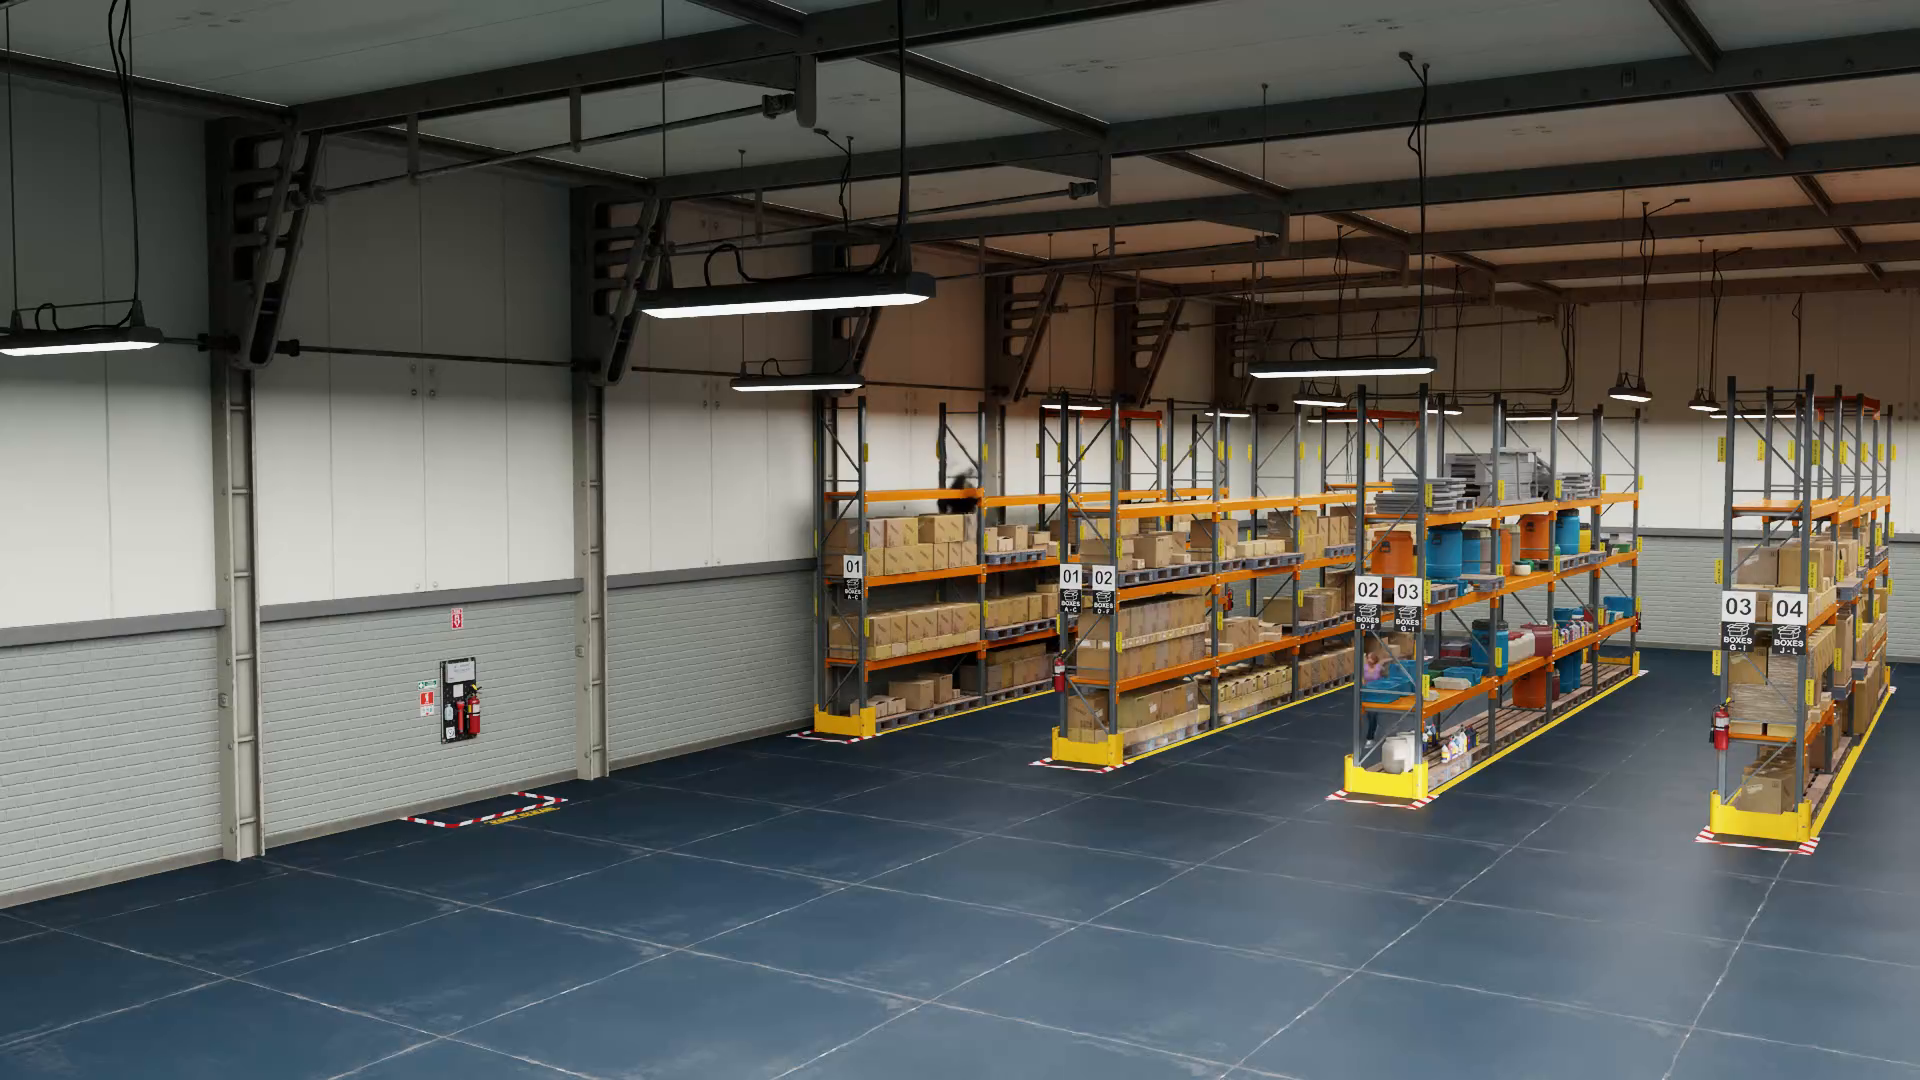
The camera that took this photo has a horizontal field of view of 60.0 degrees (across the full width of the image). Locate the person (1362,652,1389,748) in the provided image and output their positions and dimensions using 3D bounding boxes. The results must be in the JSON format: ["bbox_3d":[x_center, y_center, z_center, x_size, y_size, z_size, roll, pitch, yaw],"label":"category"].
[{"bbox_3d":[7.092,2.710,28.481,0.548,1.603,0.851,2,4,33],"label":"person"}]

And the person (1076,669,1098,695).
[{"bbox_3d":[2.479,2.488,31.435,0.657,1.770,0.719,2,3,29],"label":"person"}]
